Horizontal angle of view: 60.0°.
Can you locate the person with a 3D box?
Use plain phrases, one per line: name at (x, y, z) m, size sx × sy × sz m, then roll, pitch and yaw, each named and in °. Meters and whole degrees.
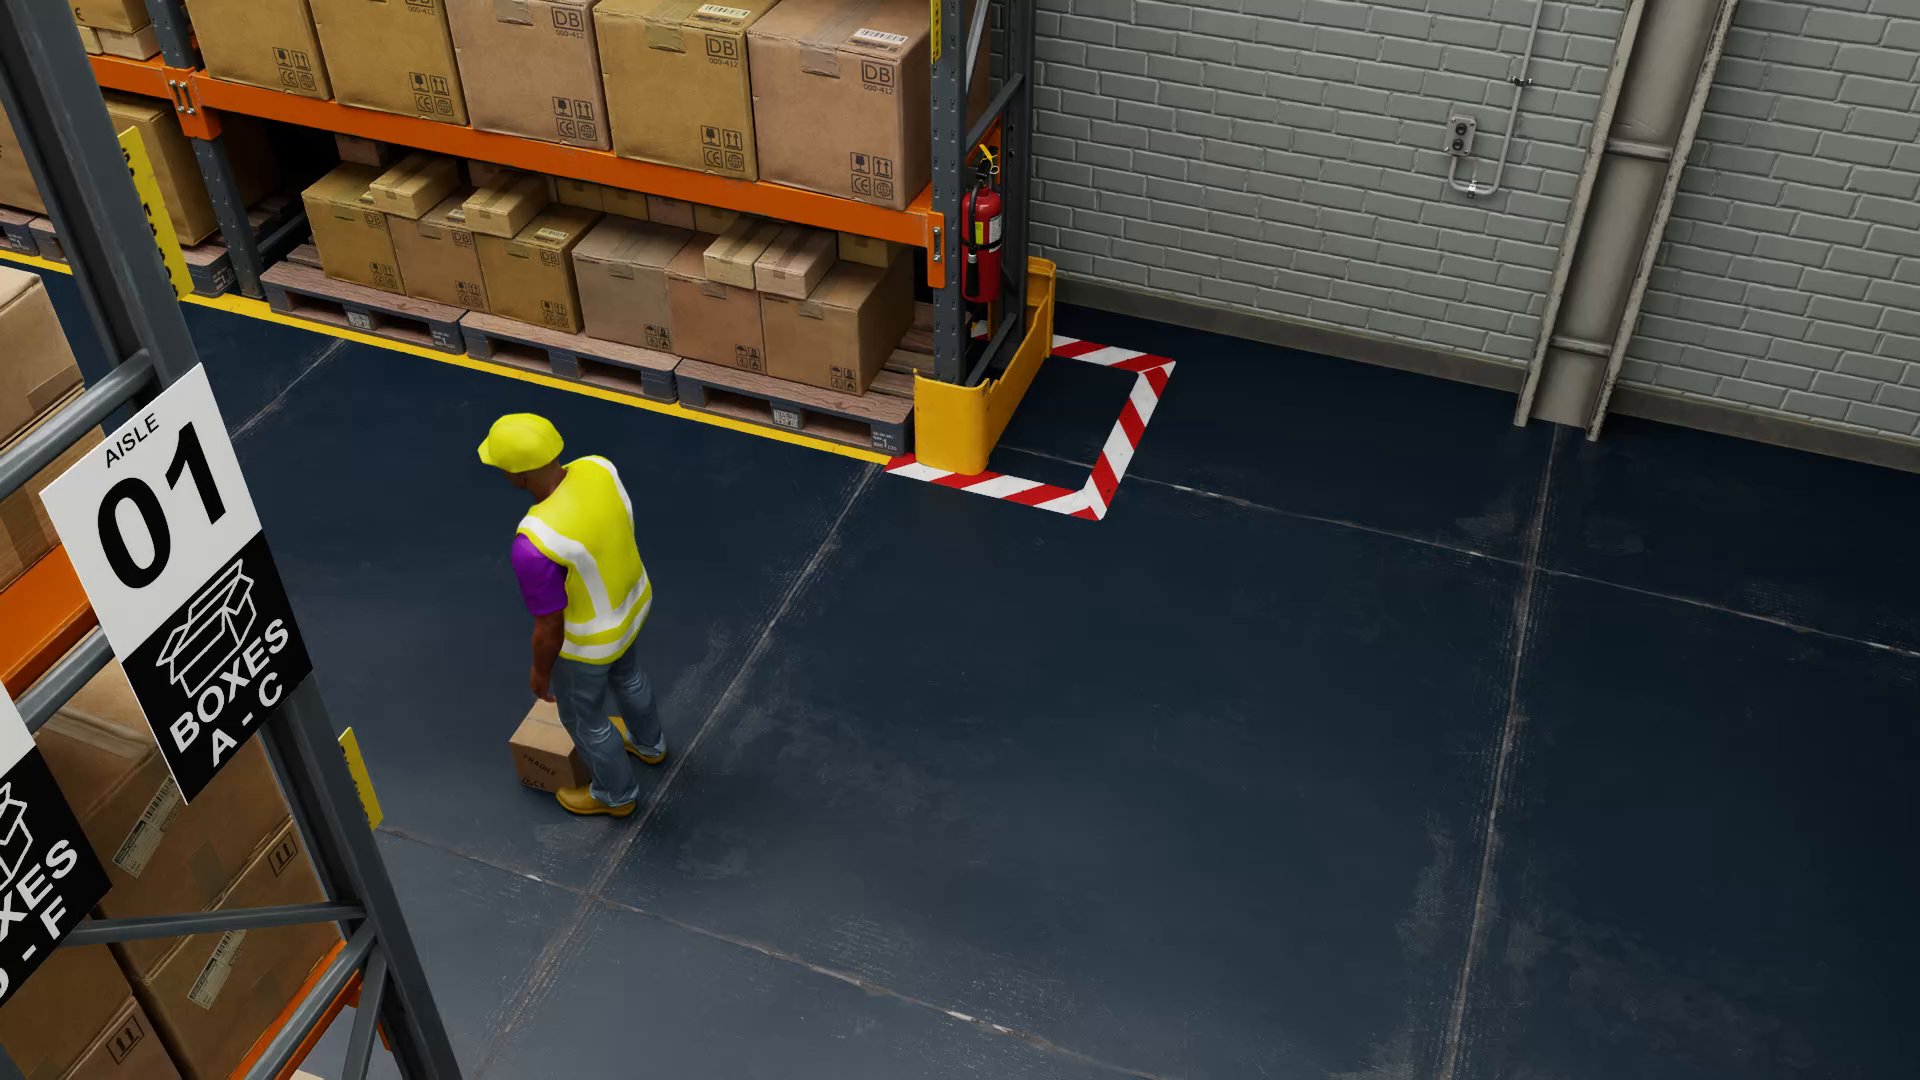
person at (-1.326, 0.272, 5.835) m, size 0.463 × 1.760 × 0.631 m, roll 13°, pitch 43°, yaw 14°
